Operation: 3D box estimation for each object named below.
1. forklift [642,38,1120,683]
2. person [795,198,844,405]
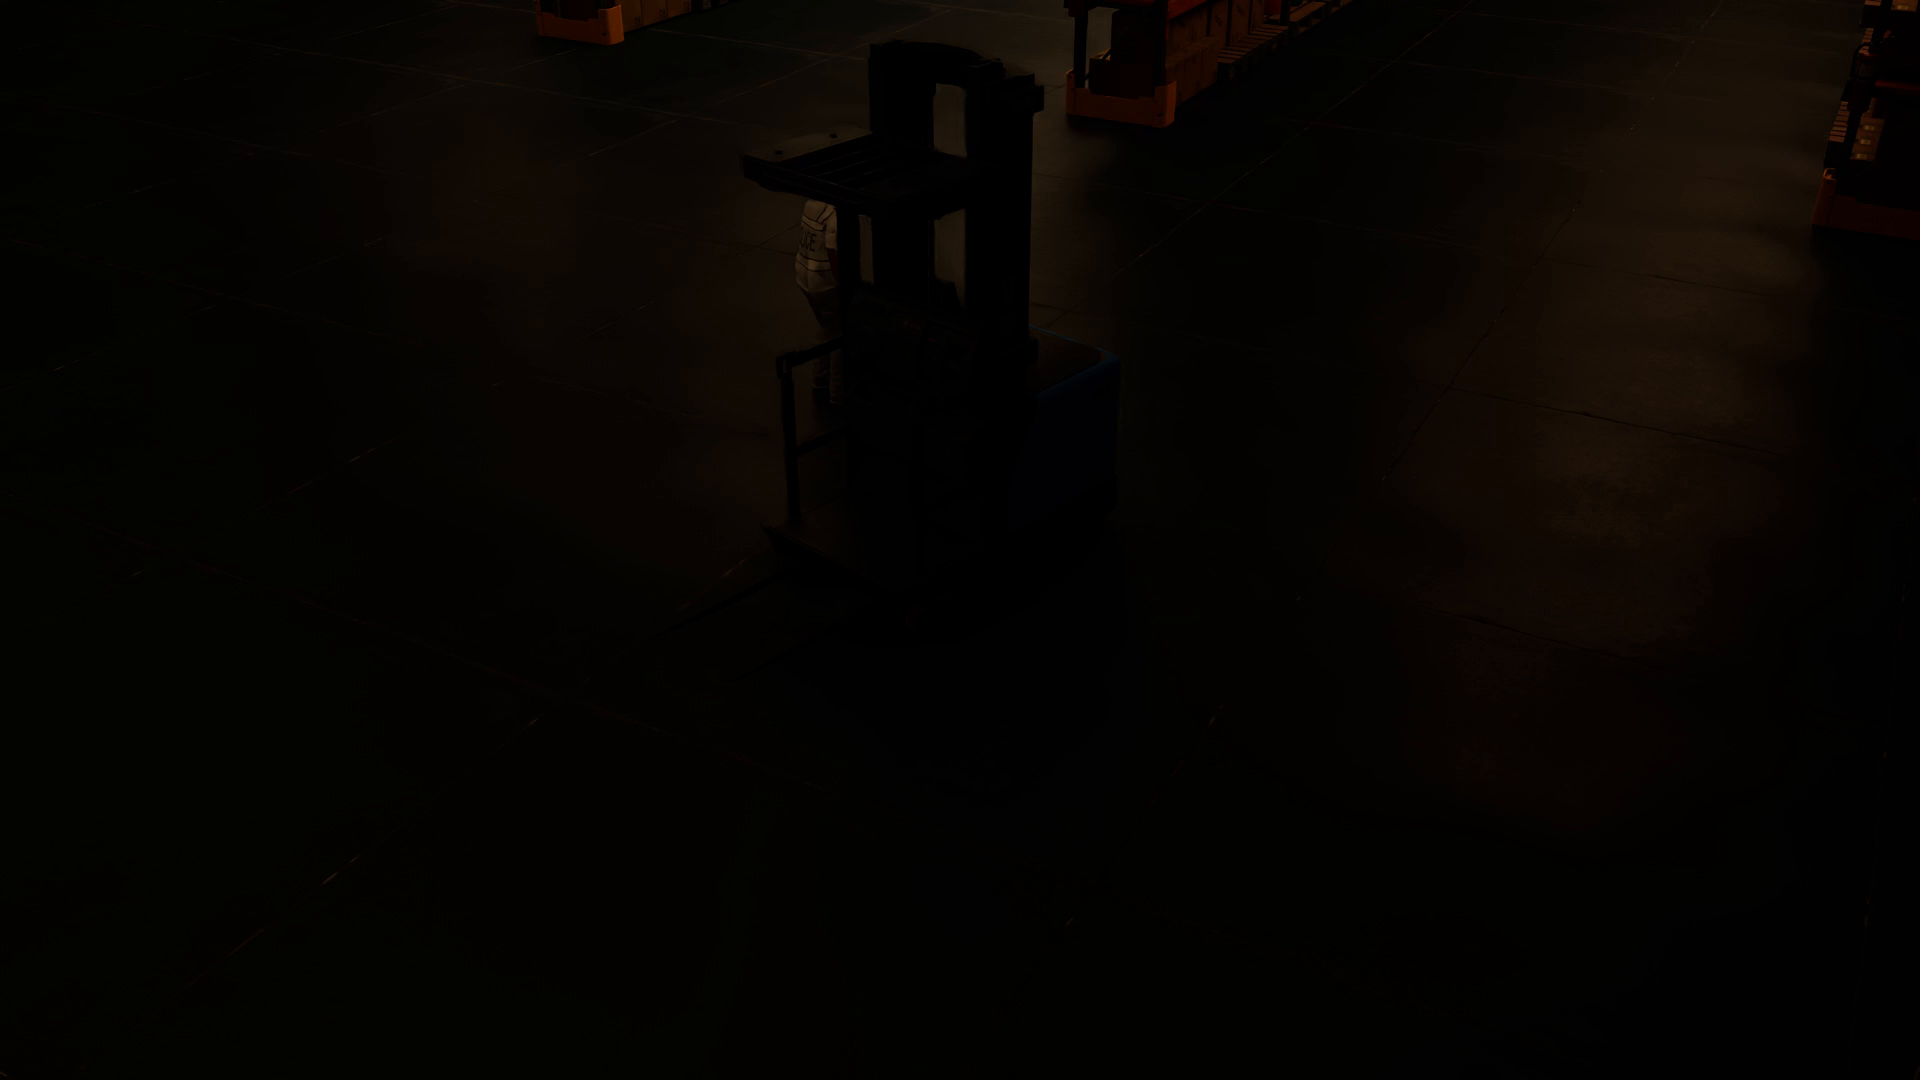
[{"bbox_3d":[-0.405,-1.036,8.866,1.130,2.935,3.031,24,38,35],"label":"forklift"},{"bbox_3d":[-0.896,-1.702,11.421,0.405,1.533,0.542,-14,33,-22],"label":"person"}]
